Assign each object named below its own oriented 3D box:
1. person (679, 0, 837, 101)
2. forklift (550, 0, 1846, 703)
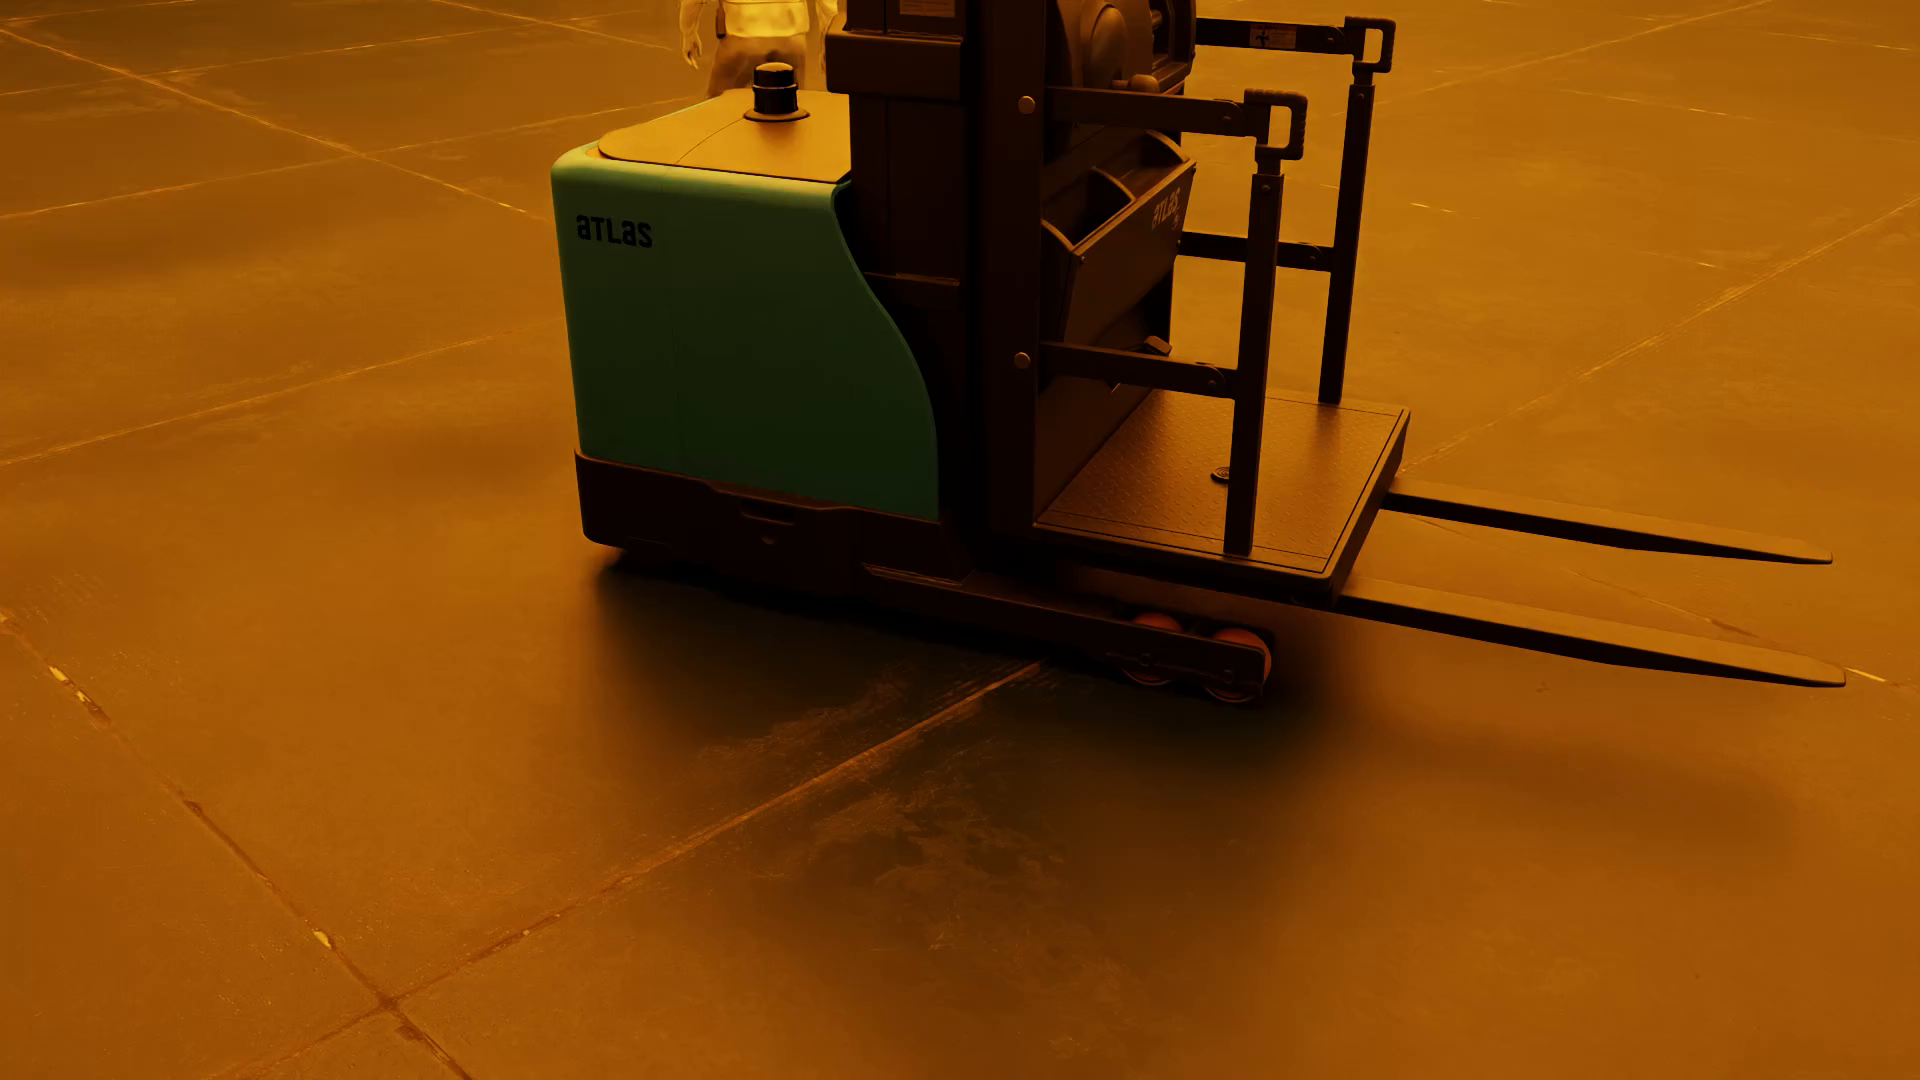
[{"bbox_3d":[-0.835,-2.072,6.900,0.637,1.651,0.420,-8,27,-15],"label":"person"},{"bbox_3d":[0.560,-1.212,3.684,3.031,2.935,1.130,11,28,20],"label":"forklift"}]
